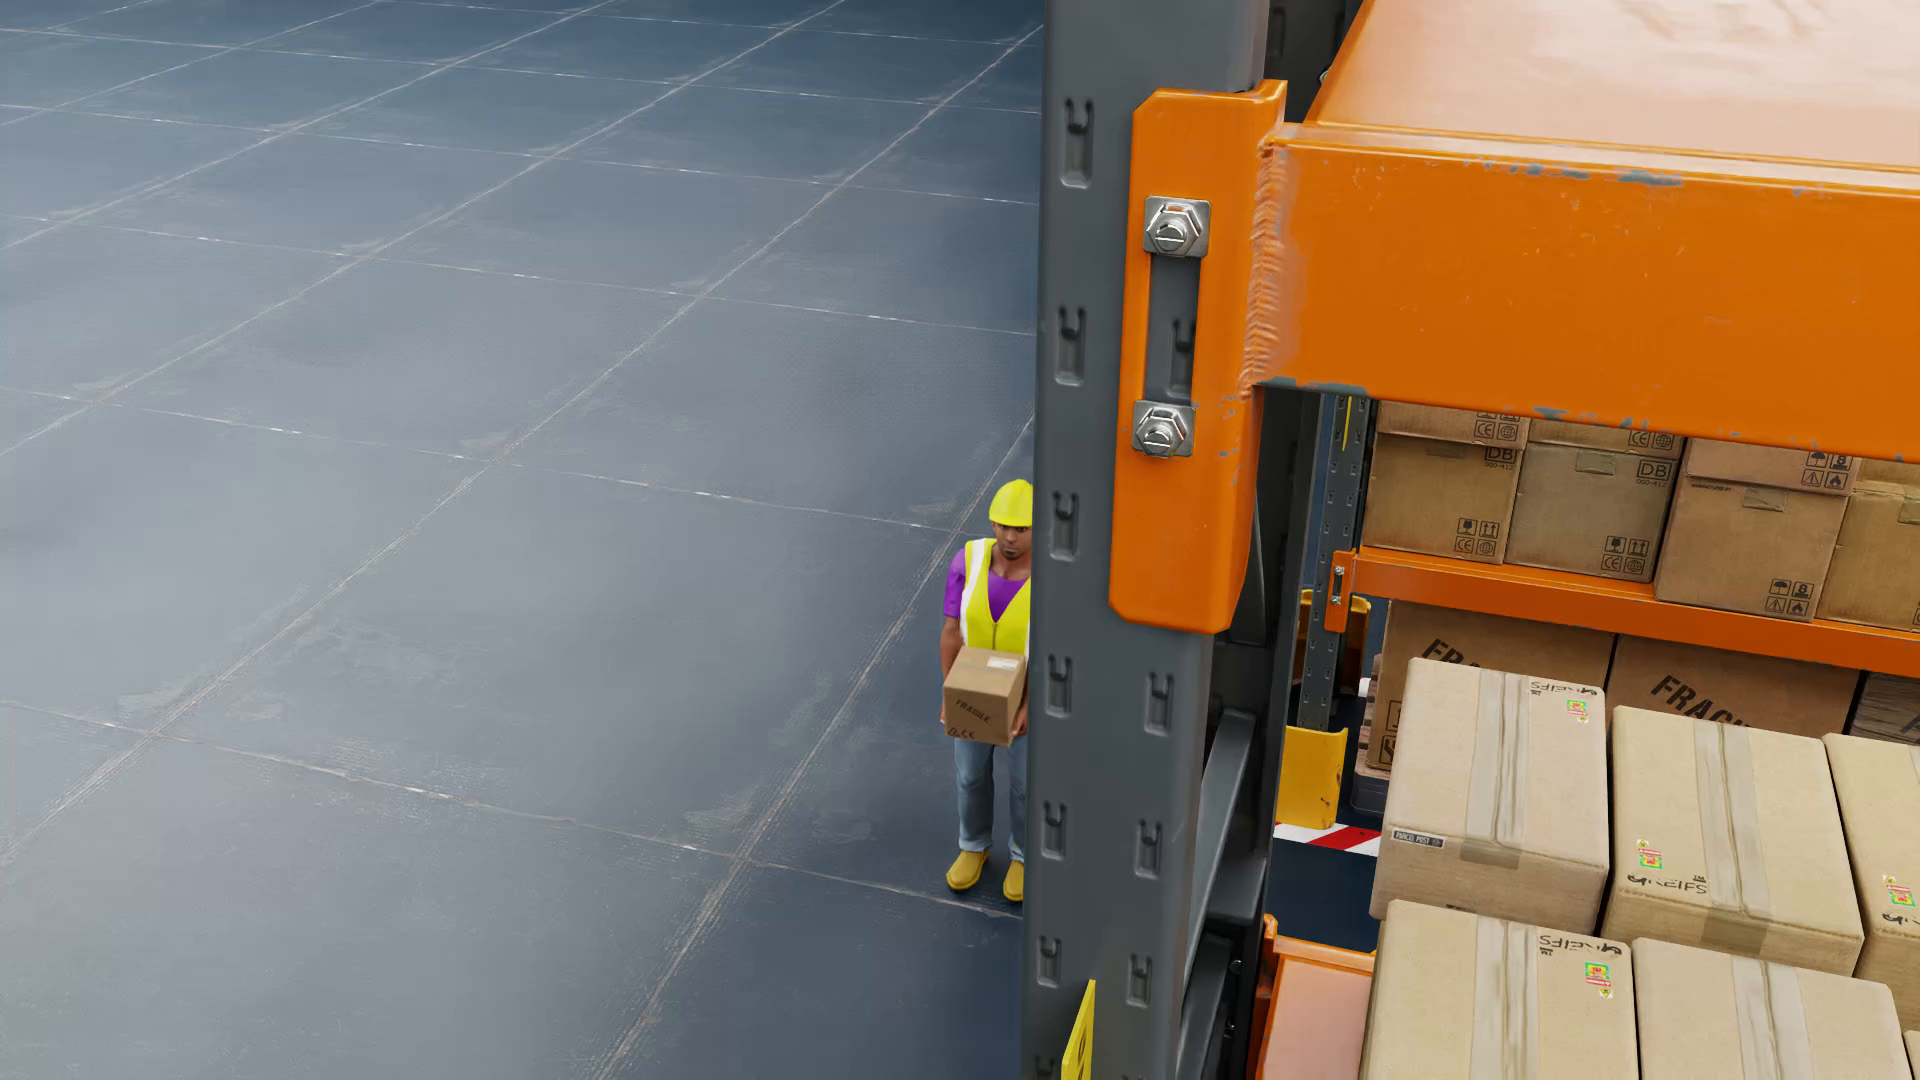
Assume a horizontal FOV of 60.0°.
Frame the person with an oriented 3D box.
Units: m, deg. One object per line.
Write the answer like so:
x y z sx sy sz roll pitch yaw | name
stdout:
0.160 0.632 6.466 0.514 1.765 0.578 8 30 15 | person
